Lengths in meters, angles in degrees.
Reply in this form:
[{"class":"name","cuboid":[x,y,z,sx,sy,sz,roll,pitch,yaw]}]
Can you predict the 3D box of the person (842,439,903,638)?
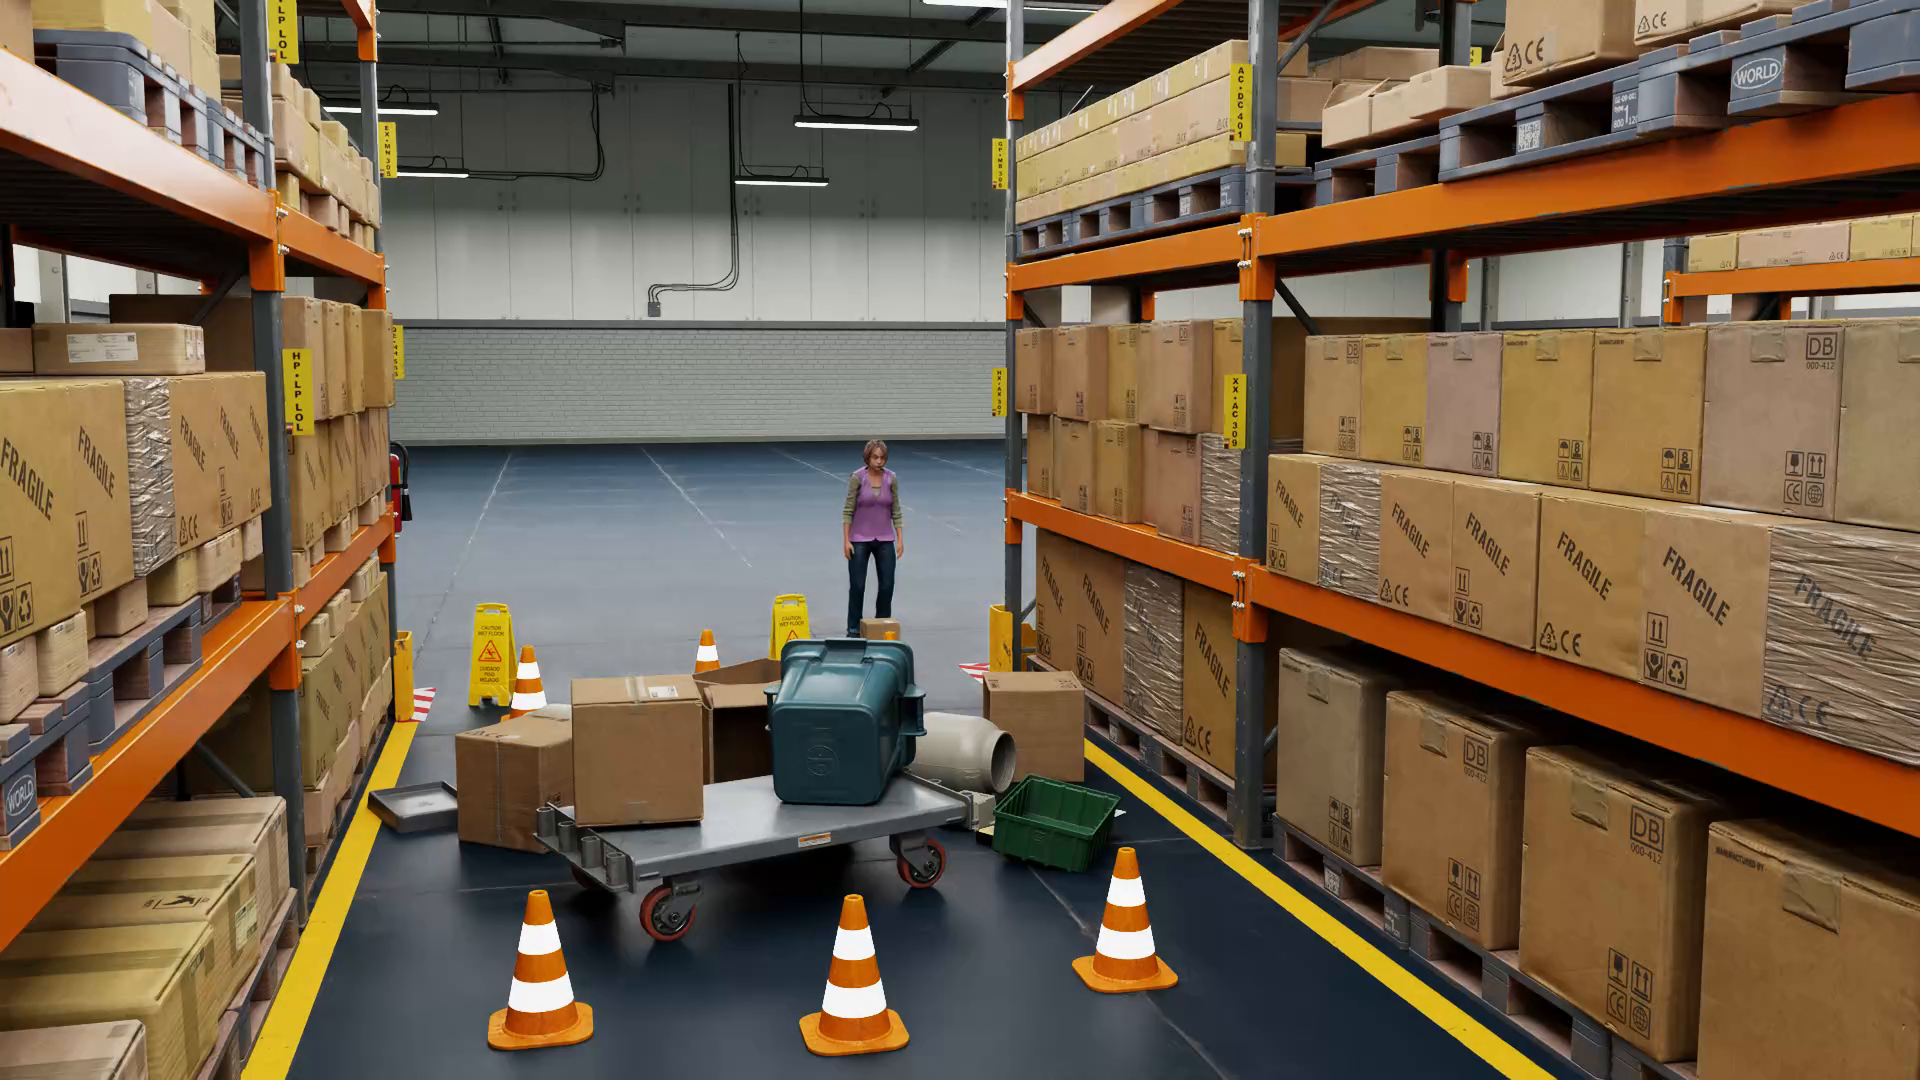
[{"class":"person","cuboid":[-0.659,0.036,12.556,0.476,1.593,0.347,-2,7,-15]}]
